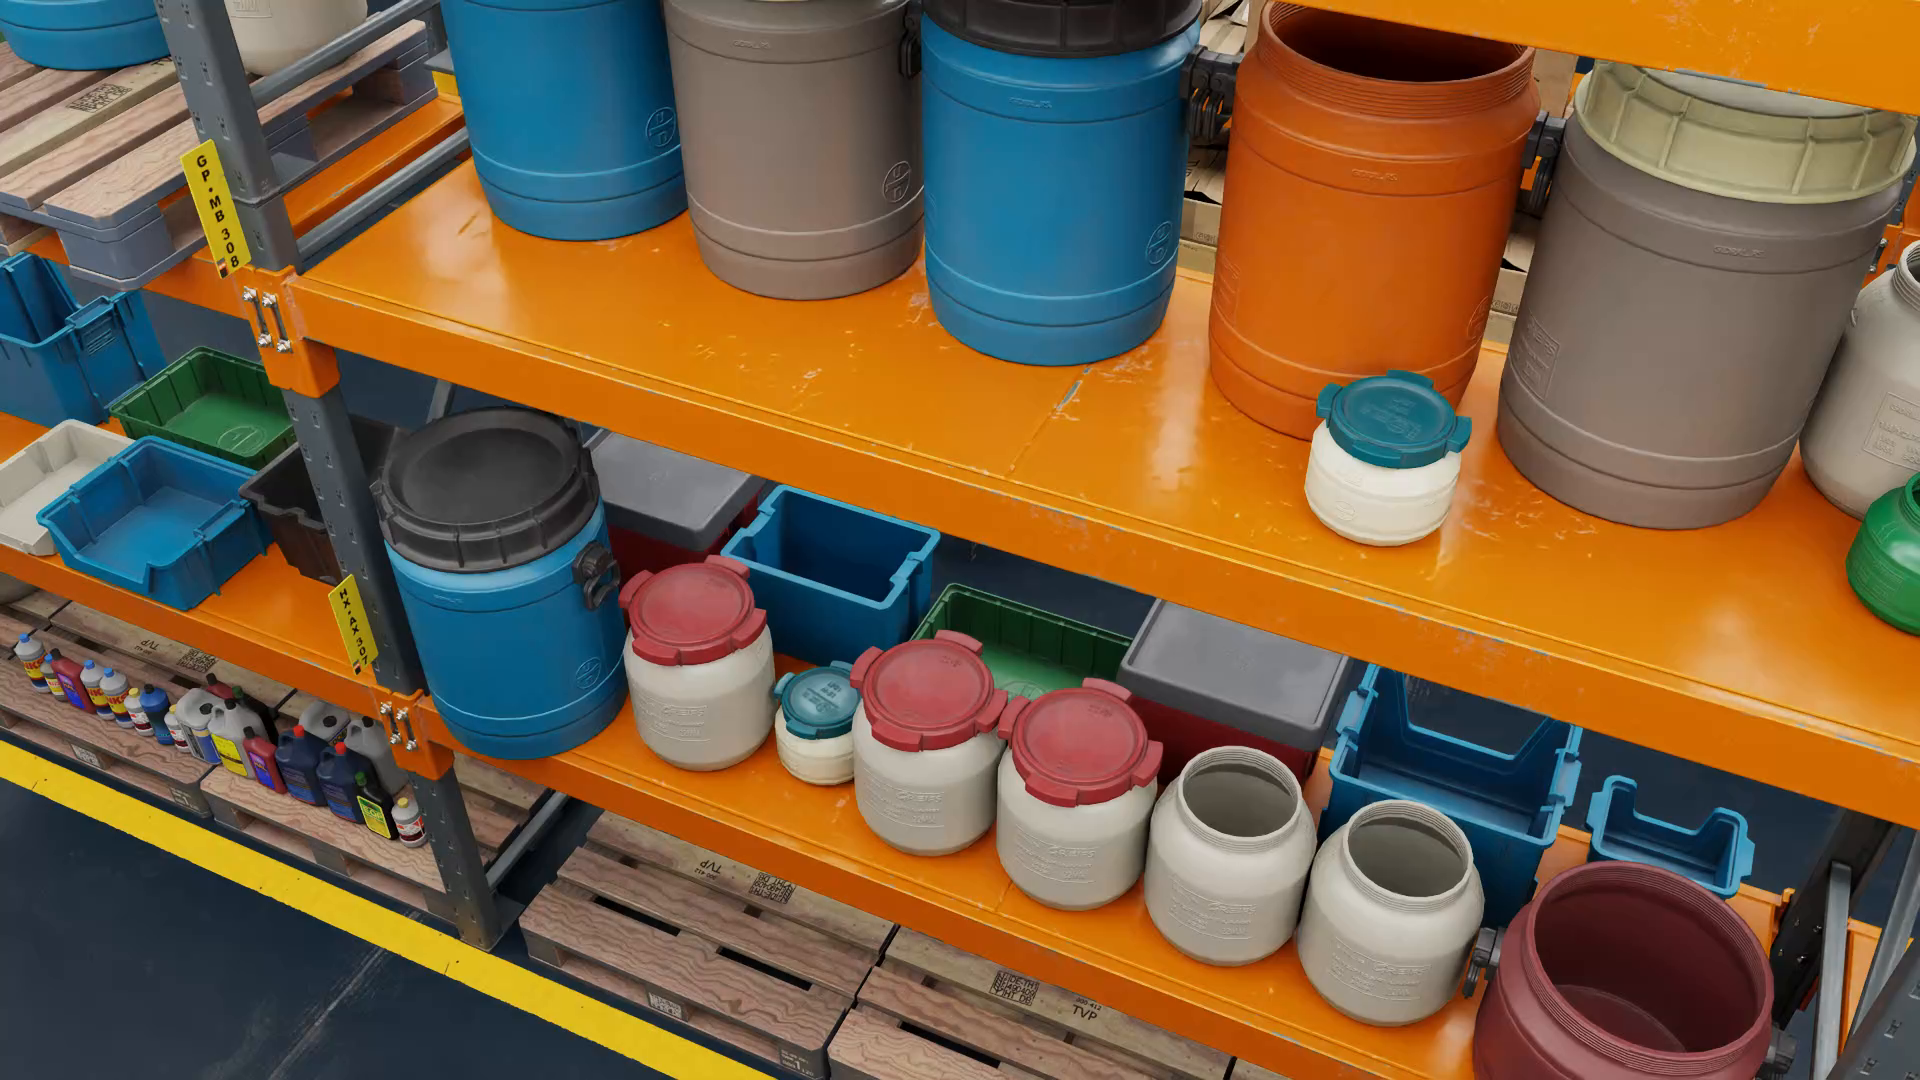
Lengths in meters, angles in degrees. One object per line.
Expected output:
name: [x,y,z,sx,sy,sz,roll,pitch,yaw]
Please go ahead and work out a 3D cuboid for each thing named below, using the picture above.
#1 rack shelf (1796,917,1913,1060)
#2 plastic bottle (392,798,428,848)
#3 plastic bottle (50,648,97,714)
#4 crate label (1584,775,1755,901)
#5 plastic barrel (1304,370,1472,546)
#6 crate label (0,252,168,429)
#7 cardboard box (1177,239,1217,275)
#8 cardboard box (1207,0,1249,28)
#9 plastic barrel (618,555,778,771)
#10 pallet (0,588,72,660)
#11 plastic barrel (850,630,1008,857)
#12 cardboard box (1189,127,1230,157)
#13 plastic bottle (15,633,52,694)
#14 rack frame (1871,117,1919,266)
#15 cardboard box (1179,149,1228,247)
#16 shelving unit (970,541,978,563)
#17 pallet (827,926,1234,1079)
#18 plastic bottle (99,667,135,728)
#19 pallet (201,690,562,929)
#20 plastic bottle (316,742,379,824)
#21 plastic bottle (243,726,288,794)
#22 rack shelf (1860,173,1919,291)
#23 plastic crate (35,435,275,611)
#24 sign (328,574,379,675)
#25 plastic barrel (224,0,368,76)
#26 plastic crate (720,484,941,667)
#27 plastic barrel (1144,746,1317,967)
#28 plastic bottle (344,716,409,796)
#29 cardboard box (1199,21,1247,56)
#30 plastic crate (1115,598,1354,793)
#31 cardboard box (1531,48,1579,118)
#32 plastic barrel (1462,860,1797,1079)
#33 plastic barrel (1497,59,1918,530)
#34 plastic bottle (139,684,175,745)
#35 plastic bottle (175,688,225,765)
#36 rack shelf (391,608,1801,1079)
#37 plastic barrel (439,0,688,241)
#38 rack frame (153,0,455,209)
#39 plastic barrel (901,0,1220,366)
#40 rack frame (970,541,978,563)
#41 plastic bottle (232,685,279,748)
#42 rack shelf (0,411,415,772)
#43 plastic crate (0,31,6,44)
rack shelf: [3.915,1.964,3.627,4.000,0.370,1.077,17,44,19]
plastic bottle: [-1.983,1.006,5.984,0.097,0.201,0.097,0,41,0]
plastic bottle: [-3.439,0.544,6.455,0.133,0.283,0.061,18,44,19]
crate label: [1.879,0.862,4.477,0.416,0.233,0.303,17,44,19]
plastic barrel: [0.851,-0.157,3.340,0.301,0.262,0.301,0,41,0]
crate label: [-3.365,-0.741,6.172,0.616,0.435,0.502,17,44,19]
cardboard box: [1.298,-1.627,9.000,0.500,0.250,0.500,18,44,20]
cardboard box: [1.449,-2.723,8.588,0.258,0.266,0.396,16,43,18]
plastic barrel: [-0.749,0.374,4.808,0.433,0.535,0.433,0,41,0]
pallet: [-4.325,0.198,7.245,1.213,0.211,1.003,17,44,19]
plastic barrel: [-0.084,0.577,4.574,0.433,0.535,0.433,0,41,0]
cardboard box: [1.537,-2.158,9.184,0.500,0.311,0.500,18,44,20]
plastic bottle: [-3.636,0.475,6.543,0.097,0.271,0.097,0,41,0]
rack frame: [4.200,-1.801,7.421,0.127,3.000,1.000,17,44,19]
cardboard box: [1.295,-1.836,8.813,0.500,0.311,0.500,17,44,18]
shelving unit: [0.007,-0.338,7.337,0.210,0.900,0.258,17,44,19]
pallet: [0.315,1.616,5.609,1.213,0.211,1.003,17,44,19]
plastic bottle: [-3.235,0.597,6.402,0.097,0.271,0.097,0,41,0]
pallet: [-2.114,0.873,6.465,1.213,0.211,1.003,17,44,19]
plastic bottle: [-2.228,0.858,6.041,0.185,0.351,0.144,16,43,18]
plastic bottle: [-2.567,0.810,6.147,0.133,0.283,0.061,20,45,21]
rack shelf: [6.012,-0.975,7.018,4.000,0.370,1.077,17,44,19]
plastic crate: [-2.641,-0.059,5.525,0.616,0.251,0.499,17,44,19]
sign: [-1.765,0.249,4.845,0.005,0.325,0.100,17,44,19]
plastic barrel: [-1.830,-1.540,4.424,0.421,0.512,0.421,0,41,0]
plastic crate: [-0.392,0.157,5.174,0.575,0.384,0.392,17,44,19]
plastic barrel: [0.698,0.821,4.311,0.421,0.512,0.421,0,41,0]
plastic bottle: [-2.167,0.772,6.139,0.185,0.351,0.144,17,44,19]
cardboard box: [1.291,-2.447,8.359,0.250,0.149,0.380,17,44,19]
plastic crate: [0.767,0.485,4.736,0.583,0.464,0.402,17,44,19]
cardboard box: [2.672,-2.294,7.914,0.500,0.500,0.500,15,43,16]
plastic barrel: [1.553,1.138,3.927,0.708,0.536,0.600,17,44,19]
plastic barrel: [1.450,-0.541,3.295,0.600,0.901,0.600,0,41,0]
plastic bottle: [-3.052,0.653,6.337,0.097,0.271,0.097,0,41,0]
plastic bottle: [-2.840,0.696,6.284,0.135,0.276,0.152,18,44,19]
rack shelf: [0.290,0.856,4.905,4.000,0.370,1.077,17,44,19]
plastic barrel: [-0.970,-1.280,4.148,0.708,0.901,0.600,17,44,19]
rack frame: [-1.523,-2.237,3.344,0.127,3.000,1.000,17,44,19]
plastic barrel: [0.215,-0.918,3.730,0.708,0.901,0.600,17,44,19]
rack frame: [0.099,-0.310,7.304,0.006,0.900,0.240,17,44,19]
plastic bottle: [-2.675,0.673,6.305,0.133,0.283,0.061,17,44,19]
rack shelf: [-3.335,-0.252,6.183,4.000,0.370,1.077,17,44,19]
plastic crate: [-2.838,-1.621,5.086,0.450,0.188,0.336,17,44,19]
